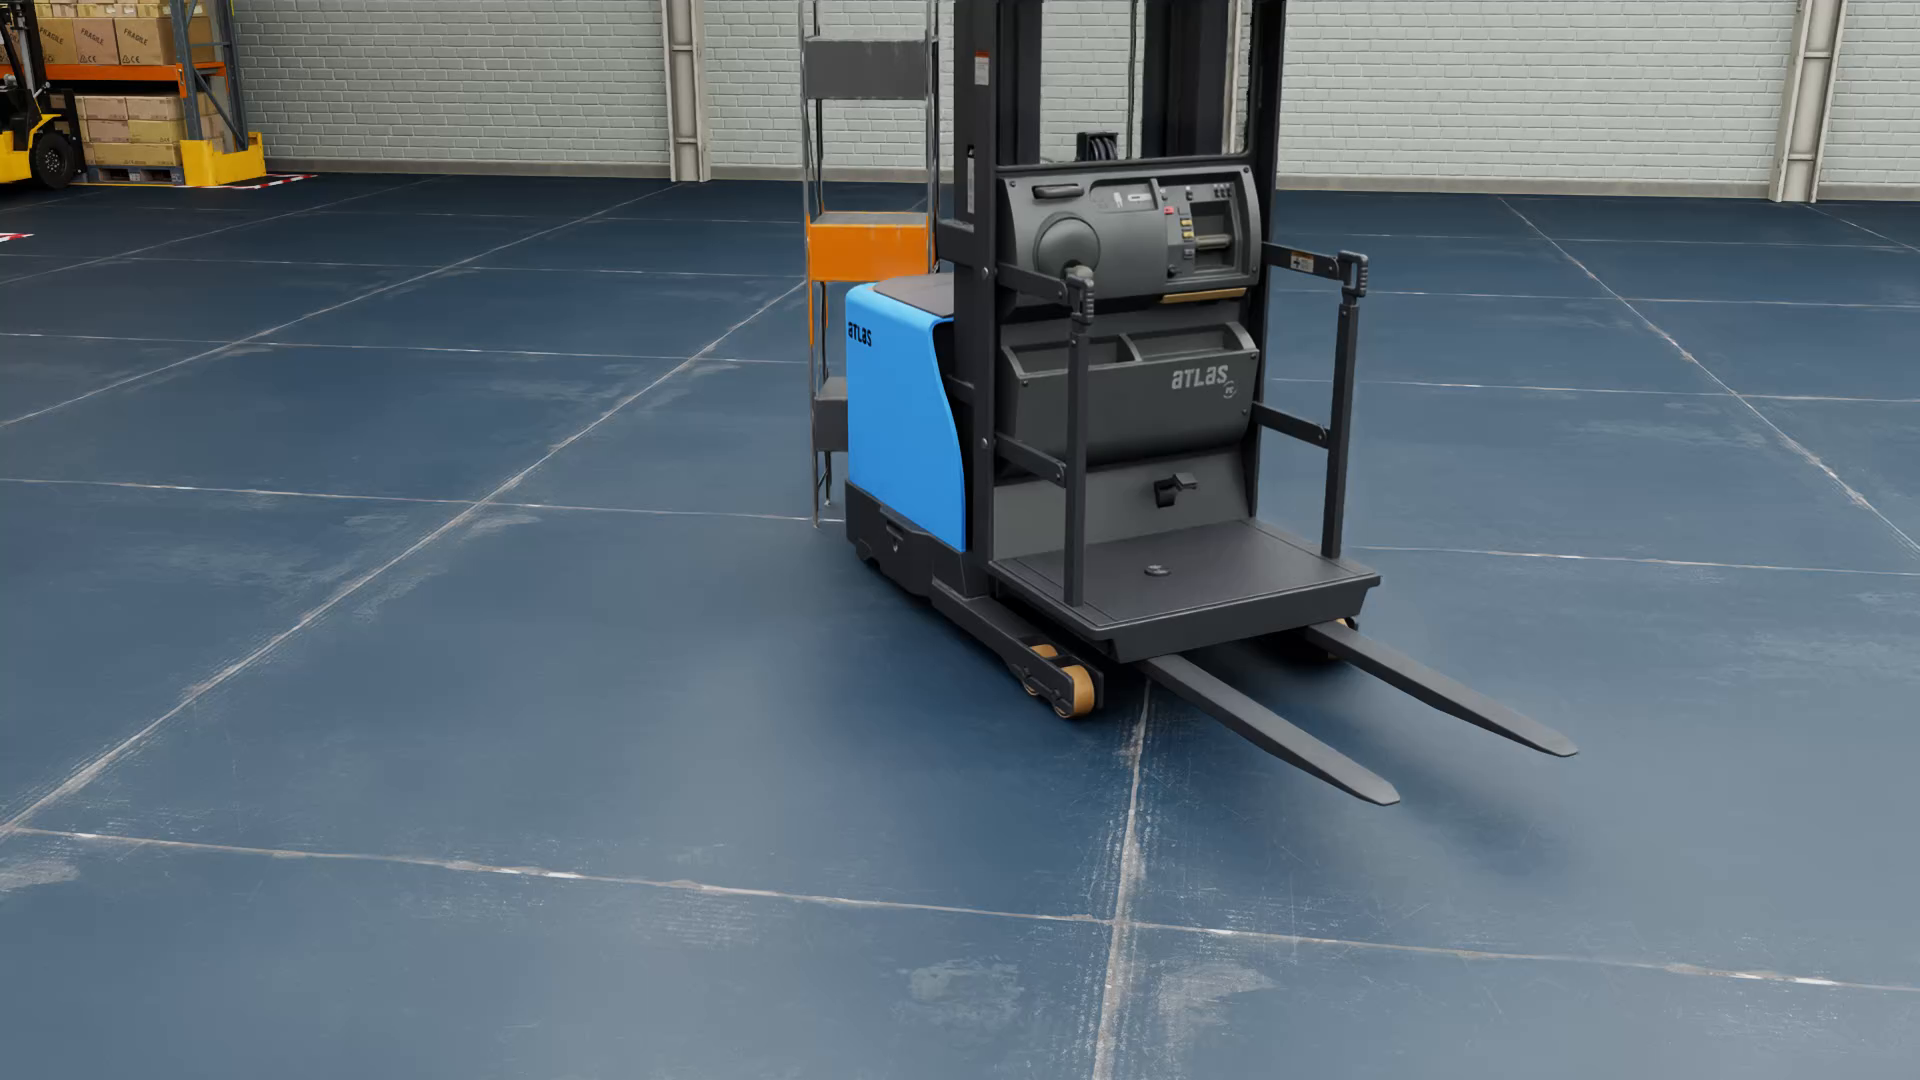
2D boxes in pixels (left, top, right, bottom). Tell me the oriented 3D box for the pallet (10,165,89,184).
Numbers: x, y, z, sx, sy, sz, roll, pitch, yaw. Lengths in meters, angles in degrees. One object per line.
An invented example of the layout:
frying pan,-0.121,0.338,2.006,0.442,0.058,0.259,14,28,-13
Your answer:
pallet,-10.457,-4.344,19.454,1.213,0.211,1.003,3,19,9

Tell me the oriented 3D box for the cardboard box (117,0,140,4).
cardboard box,-9.130,-6.030,18.449,0.250,0.149,0.380,3,19,9

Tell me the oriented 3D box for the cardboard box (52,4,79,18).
cardboard box,-9.899,-5.914,18.572,0.250,0.149,0.380,2,19,7

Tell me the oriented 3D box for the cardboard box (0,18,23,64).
cardboard box,-10.537,-5.646,18.791,0.500,0.500,0.500,3,19,9

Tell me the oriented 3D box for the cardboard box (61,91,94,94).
cardboard box,-10.430,-5.113,19.451,0.500,0.250,0.500,3,19,8

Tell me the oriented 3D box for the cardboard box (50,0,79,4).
cardboard box,-9.902,-6.049,18.505,0.250,0.149,0.380,3,19,10

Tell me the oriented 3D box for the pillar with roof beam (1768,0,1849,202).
pillar with roof beam,8.050,-6.487,12.009,0.400,9.000,9.100,3,19,9

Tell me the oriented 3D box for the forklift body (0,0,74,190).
forklift body,-10.656,-4.701,17.462,1.214,2.155,2.313,3,19,9

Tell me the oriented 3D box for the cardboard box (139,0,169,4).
cardboard box,-8.882,-6.027,18.441,0.250,0.149,0.380,3,19,9

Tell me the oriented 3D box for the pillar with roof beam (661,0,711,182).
pillar with roof beam,-3.798,-7.091,13.814,0.400,9.000,9.100,3,19,9

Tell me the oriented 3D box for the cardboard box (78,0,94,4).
cardboard box,-9.627,-6.070,18.570,0.250,0.149,0.380,3,19,9

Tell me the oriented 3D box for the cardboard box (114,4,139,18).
cardboard box,-9.138,-5.867,18.432,0.250,0.149,0.380,3,19,10

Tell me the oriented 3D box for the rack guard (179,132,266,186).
rack guard,-8.471,-4.393,19.143,0.348,0.500,1.175,3,19,9

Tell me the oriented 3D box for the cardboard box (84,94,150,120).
cardboard box,-9.504,-4.898,18.810,0.500,0.250,0.500,3,19,10

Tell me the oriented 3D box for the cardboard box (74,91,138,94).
cardboard box,-9.925,-5.085,19.368,0.500,0.250,0.500,3,19,8

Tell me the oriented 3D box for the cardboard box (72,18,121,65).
cardboard box,-9.533,-5.598,18.649,0.500,0.500,0.500,4,19,10

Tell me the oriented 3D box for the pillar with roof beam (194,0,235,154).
pillar with roof beam,-9.722,-7.393,14.716,0.400,9.000,9.100,3,19,9

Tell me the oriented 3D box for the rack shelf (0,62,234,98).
rack shelf,-10.469,-5.339,19.165,4.000,0.370,1.077,3,19,9

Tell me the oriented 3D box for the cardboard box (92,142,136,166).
cardboard box,-9.498,-4.427,18.978,0.500,0.250,0.500,3,19,9

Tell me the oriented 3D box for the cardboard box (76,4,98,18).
cardboard box,-9.628,-5.916,18.576,0.250,0.149,0.380,3,19,8

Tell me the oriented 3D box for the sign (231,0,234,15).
sign,-8.401,-6.201,19.119,0.005,0.325,0.100,3,19,9

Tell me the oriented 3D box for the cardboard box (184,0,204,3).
cardboard box,-8.792,-6.159,18.835,0.250,0.149,0.380,3,19,8

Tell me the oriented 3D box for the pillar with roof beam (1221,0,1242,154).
pillar with roof beam,2.126,-6.789,12.911,0.400,9.000,9.100,3,19,9

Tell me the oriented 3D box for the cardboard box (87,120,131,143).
cardboard box,-9.518,-4.667,18.907,0.500,0.250,0.500,3,19,8

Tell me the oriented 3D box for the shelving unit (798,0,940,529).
shelving unit,-0.348,-1.099,6.778,0.503,2.100,0.431,1,19,4

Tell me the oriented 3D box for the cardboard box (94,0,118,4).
cardboard box,-9.393,-6.035,18.463,0.250,0.149,0.380,3,19,10

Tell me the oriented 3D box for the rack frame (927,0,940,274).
rack frame,-0.104,-1.093,6.762,0.015,2.100,0.400,1,19,4

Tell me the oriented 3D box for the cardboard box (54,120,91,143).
cardboard box,-10.031,-4.686,18.965,0.500,0.250,0.500,2,19,7

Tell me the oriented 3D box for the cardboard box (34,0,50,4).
cardboard box,-10.158,-6.060,18.539,0.250,0.149,0.380,3,19,10

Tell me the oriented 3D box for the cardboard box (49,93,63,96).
cardboard box,-10.503,-4.948,18.960,0.500,0.250,0.500,3,19,8

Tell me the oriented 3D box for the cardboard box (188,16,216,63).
cardboard box,-8.940,-5.739,19.069,0.500,0.500,0.500,4,19,10

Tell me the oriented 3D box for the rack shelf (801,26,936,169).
rack shelf,-0.348,-1.750,6.561,0.480,0.518,0.431,1,19,4

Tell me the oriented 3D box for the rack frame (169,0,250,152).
rack frame,-8.495,-5.579,18.750,0.127,3.000,1.000,3,19,9

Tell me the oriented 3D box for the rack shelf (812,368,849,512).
rack shelf,-0.348,-0.422,7.005,0.480,0.518,0.431,1,19,4

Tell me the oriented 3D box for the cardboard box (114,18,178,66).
cardboard box,-9.022,-5.569,18.562,0.500,0.500,0.500,3,19,7

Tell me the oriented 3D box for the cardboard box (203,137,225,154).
cardboard box,-8.949,-4.560,19.377,0.500,0.250,0.500,3,19,9

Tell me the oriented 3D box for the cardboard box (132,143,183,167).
cardboard box,-9.009,-4.399,18.895,0.500,0.250,0.500,3,19,9

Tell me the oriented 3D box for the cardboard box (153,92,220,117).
cardboard box,-8.939,-5.032,19.211,0.500,0.250,0.500,3,19,8

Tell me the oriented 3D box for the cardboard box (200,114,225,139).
cardboard box,-8.926,-4.800,19.306,0.500,0.250,0.500,3,19,10

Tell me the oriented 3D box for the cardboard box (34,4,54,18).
cardboard box,-10.152,-5.921,18.591,0.250,0.149,0.380,3,19,9

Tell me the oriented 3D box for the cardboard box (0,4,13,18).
cardboard box,-10.647,-5.953,18.688,0.250,0.149,0.380,3,19,8

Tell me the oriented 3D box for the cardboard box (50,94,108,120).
cardboard box,-10.004,-4.920,18.876,0.500,0.250,0.500,3,19,9

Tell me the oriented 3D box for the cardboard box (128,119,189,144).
cardboard box,-9.025,-4.638,18.821,0.500,0.250,0.500,3,19,8

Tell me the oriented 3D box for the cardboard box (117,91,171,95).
cardboard box,-9.433,-5.056,19.282,0.500,0.250,0.500,3,19,9

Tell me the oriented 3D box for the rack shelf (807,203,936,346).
rack shelf,-0.348,-1.086,6.783,0.480,0.518,0.431,1,19,4

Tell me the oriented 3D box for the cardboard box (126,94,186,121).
cardboard box,-8.999,-4.874,18.738,0.500,0.250,0.500,4,19,10

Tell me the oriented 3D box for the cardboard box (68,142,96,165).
cardboard box,-9.991,-4.455,19.062,0.500,0.250,0.500,3,19,9

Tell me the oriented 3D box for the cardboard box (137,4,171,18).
cardboard box,-8.881,-5.864,18.421,0.250,0.149,0.380,3,19,9

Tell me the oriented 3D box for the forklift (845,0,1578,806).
forklift,0.665,-0.997,5.163,1.130,2.935,3.031,-9,21,-25

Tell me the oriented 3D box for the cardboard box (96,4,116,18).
cardboard box,-9.385,-5.900,18.528,0.250,0.149,0.380,3,19,10

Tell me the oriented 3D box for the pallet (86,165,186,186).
pallet,-9.256,-4.282,19.268,1.213,0.211,1.003,3,19,9

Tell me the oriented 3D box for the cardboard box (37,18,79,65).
cardboard box,-10.039,-5.624,18.726,0.500,0.500,0.500,3,19,8

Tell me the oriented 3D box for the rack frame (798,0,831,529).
rack frame,-0.591,-1.105,6.795,0.015,2.100,0.400,1,19,4

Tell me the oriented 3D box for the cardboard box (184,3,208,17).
cardboard box,-8.788,-6.033,18.925,0.250,0.149,0.380,2,19,7
